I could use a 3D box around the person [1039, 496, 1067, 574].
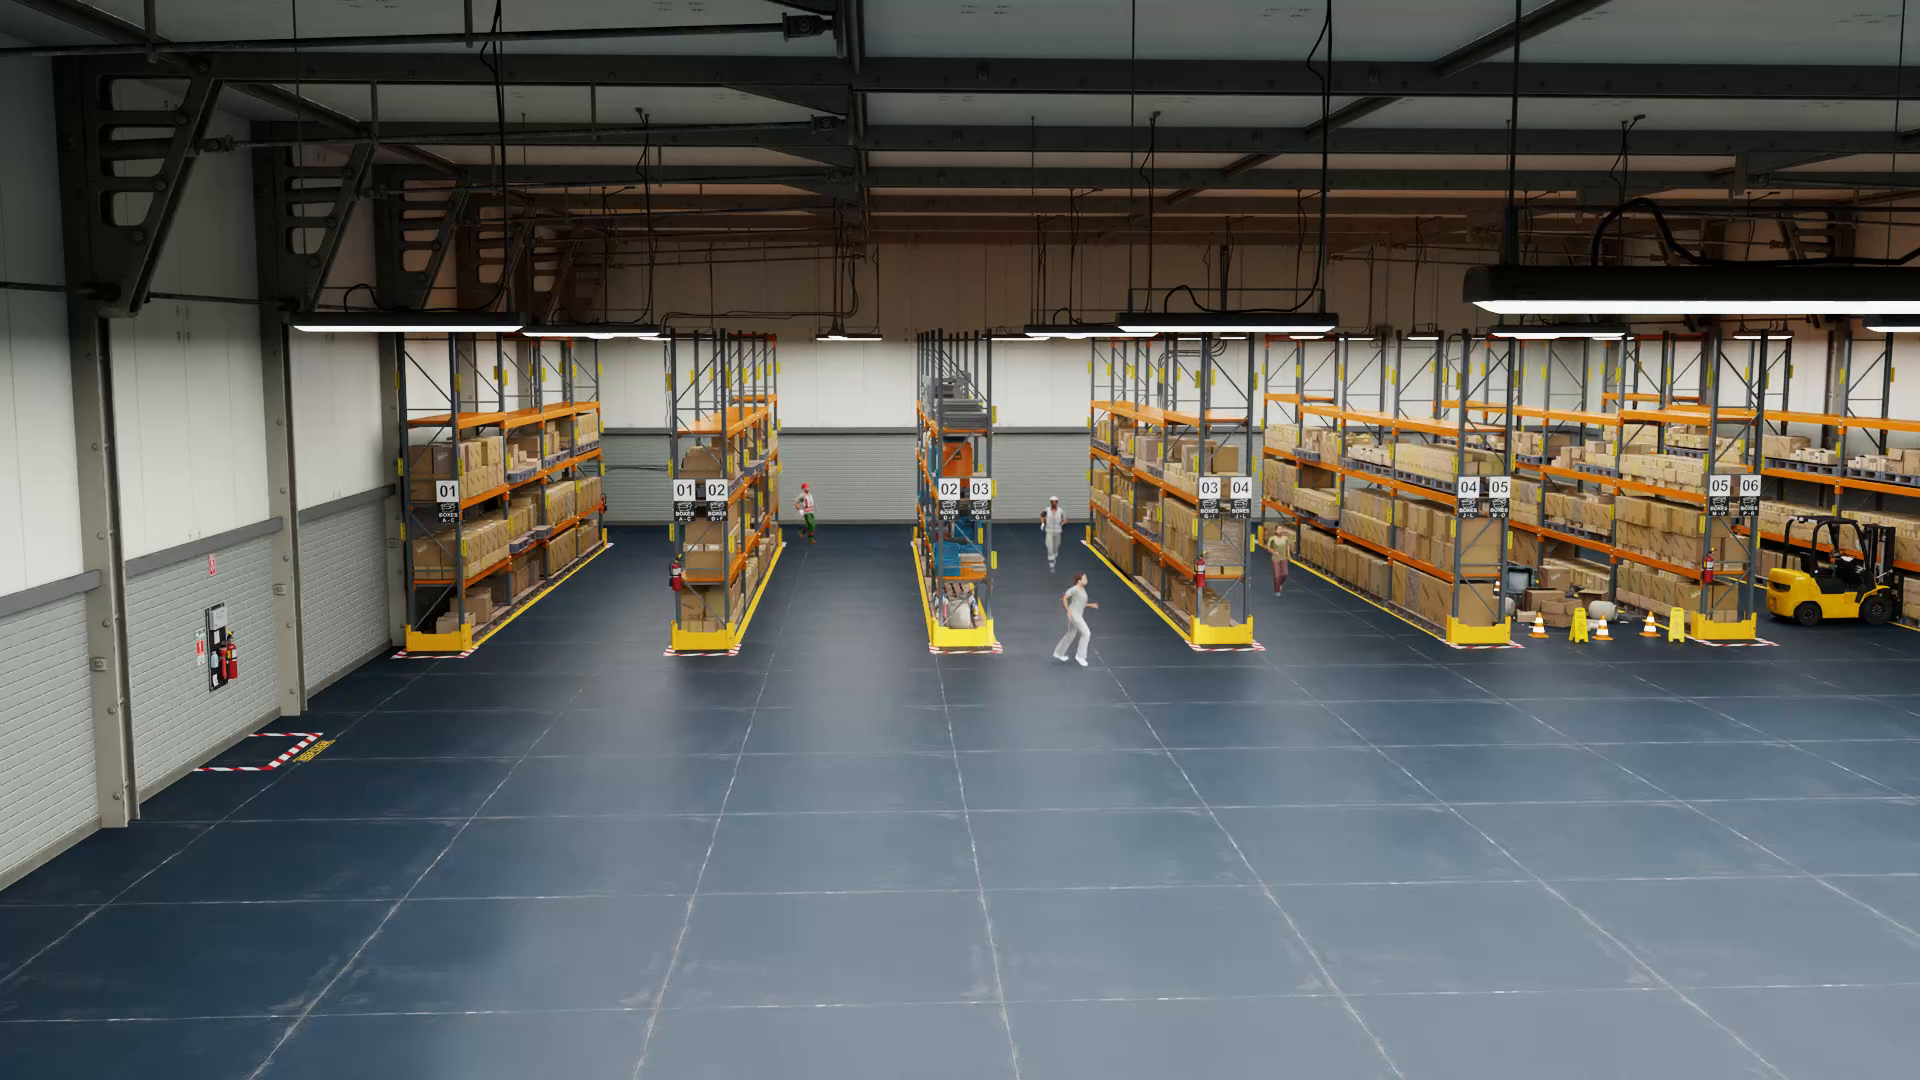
[{"bbox_3d":[2.242,-0.142,39.776,0.651,1.820,0.924,-1,7,-4],"label":"person"}]

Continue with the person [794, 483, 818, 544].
[{"bbox_3d":[-4.397,-0.770,47.732,0.751,1.738,0.691,4,8,30],"label":"person"}]

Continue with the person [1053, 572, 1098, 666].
[{"bbox_3d":[2.061,1.416,29.775,0.841,1.710,0.499,2,7,16],"label":"person"}]

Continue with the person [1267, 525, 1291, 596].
[{"bbox_3d":[7.258,0.587,37.841,0.548,1.381,0.540,-1,7,-4],"label":"person"}]
